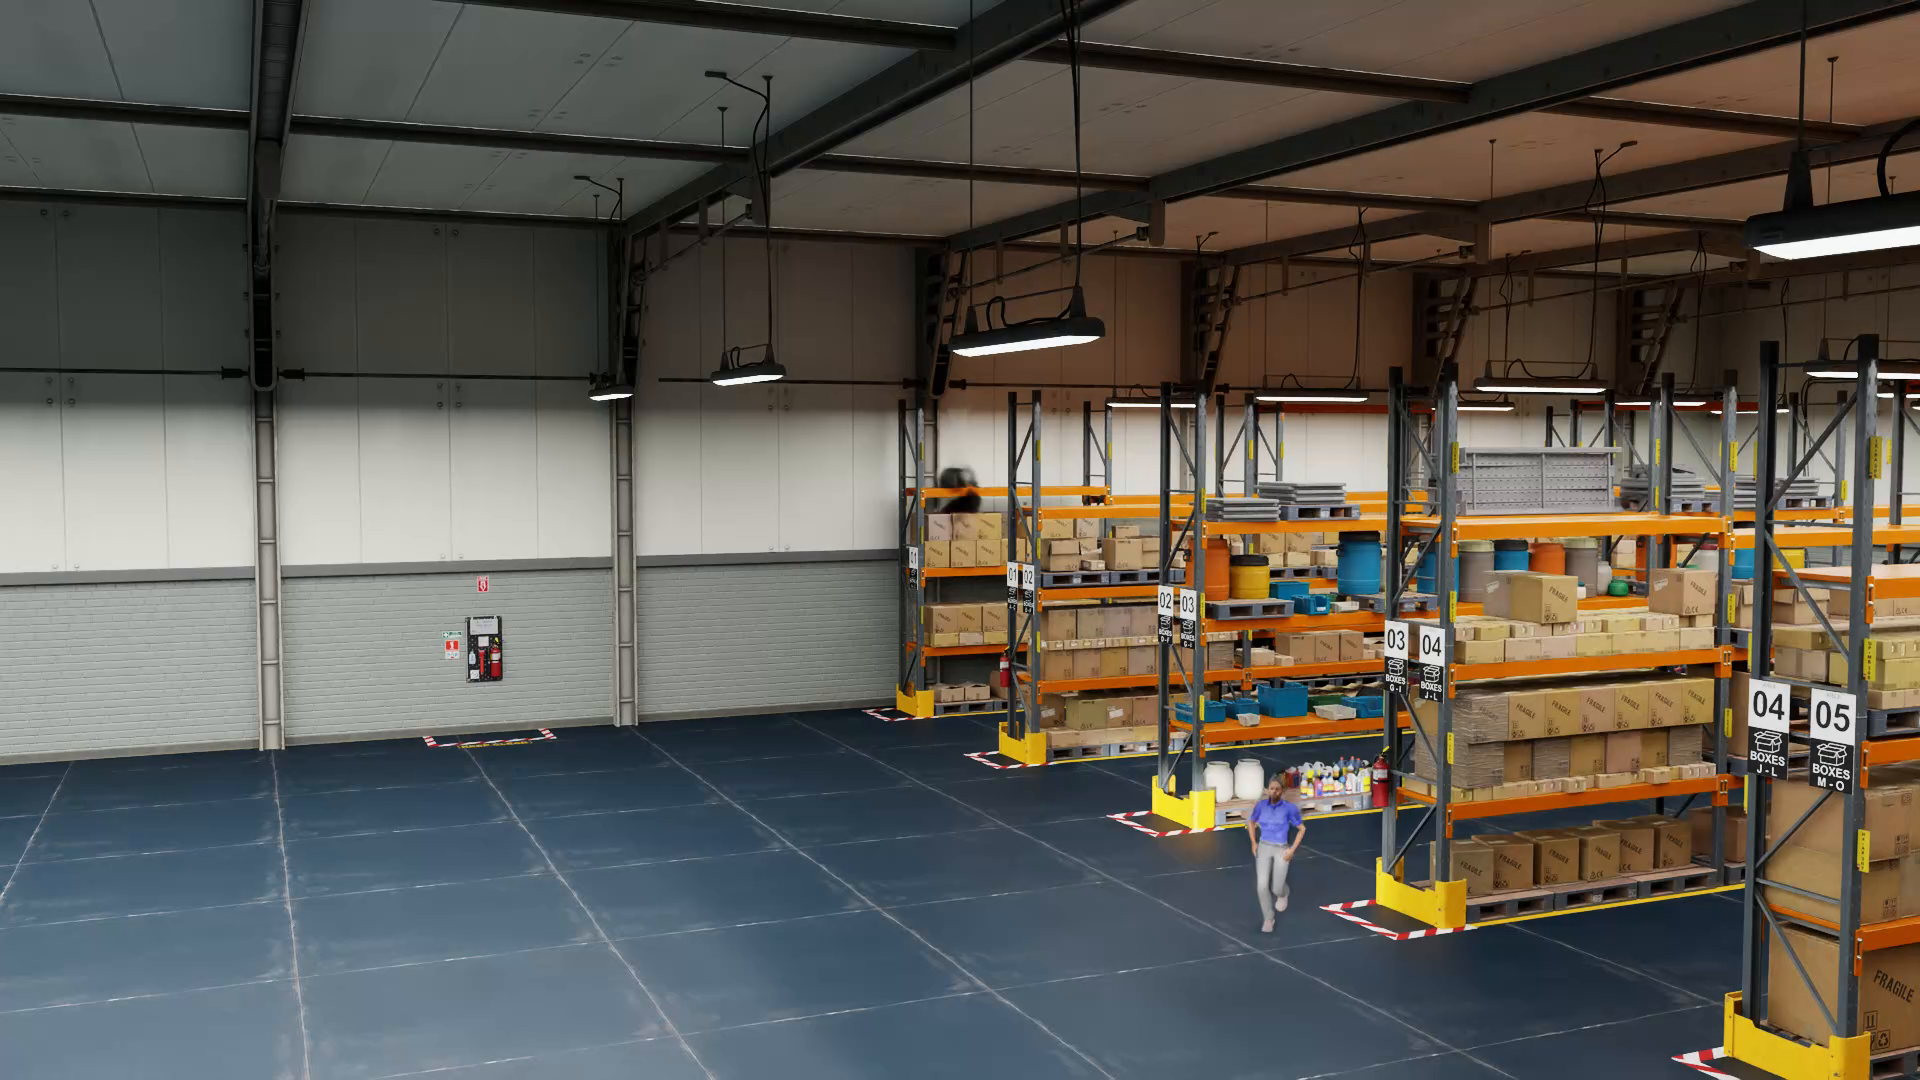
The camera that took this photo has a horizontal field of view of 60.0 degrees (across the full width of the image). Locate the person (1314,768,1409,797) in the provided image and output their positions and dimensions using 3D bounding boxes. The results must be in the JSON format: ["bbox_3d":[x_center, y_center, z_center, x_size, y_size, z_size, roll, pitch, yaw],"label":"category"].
[{"bbox_3d":[14.176,2.001,25.435,18.901,3.396,21.204,0,3,-7],"label":"person"}]

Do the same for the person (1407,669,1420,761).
[{"bbox_3d":[15.988,3.065,21.920,10.413,1.723,18.071,-2,4,-28],"label":"person"}]

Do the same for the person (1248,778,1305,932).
[{"bbox_3d":[3.380,3.346,17.785,0.612,1.643,0.596,1,4,24],"label":"person"}]
